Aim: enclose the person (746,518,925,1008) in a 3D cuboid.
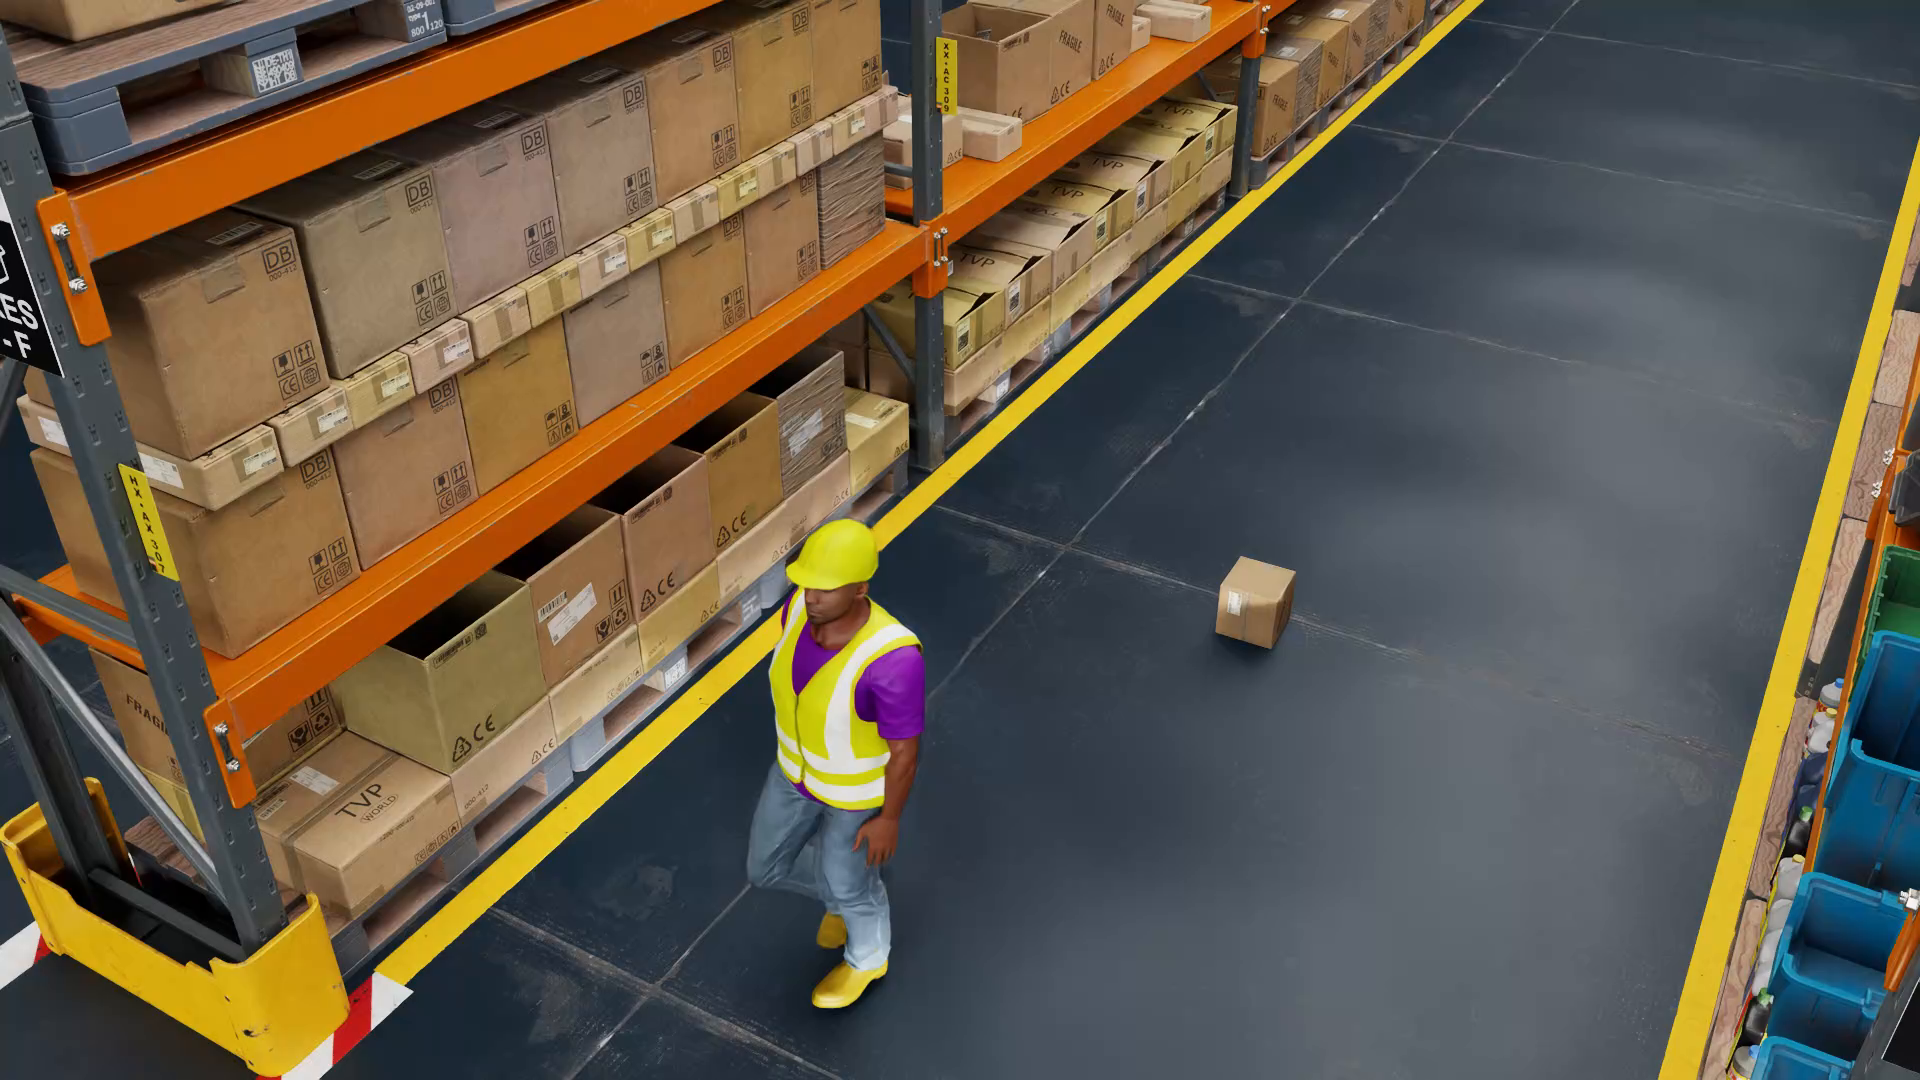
[{"bbox_3d":[-0.388,0.717,5.004,0.600,1.766,0.467,29,43,35],"label":"person"}]
